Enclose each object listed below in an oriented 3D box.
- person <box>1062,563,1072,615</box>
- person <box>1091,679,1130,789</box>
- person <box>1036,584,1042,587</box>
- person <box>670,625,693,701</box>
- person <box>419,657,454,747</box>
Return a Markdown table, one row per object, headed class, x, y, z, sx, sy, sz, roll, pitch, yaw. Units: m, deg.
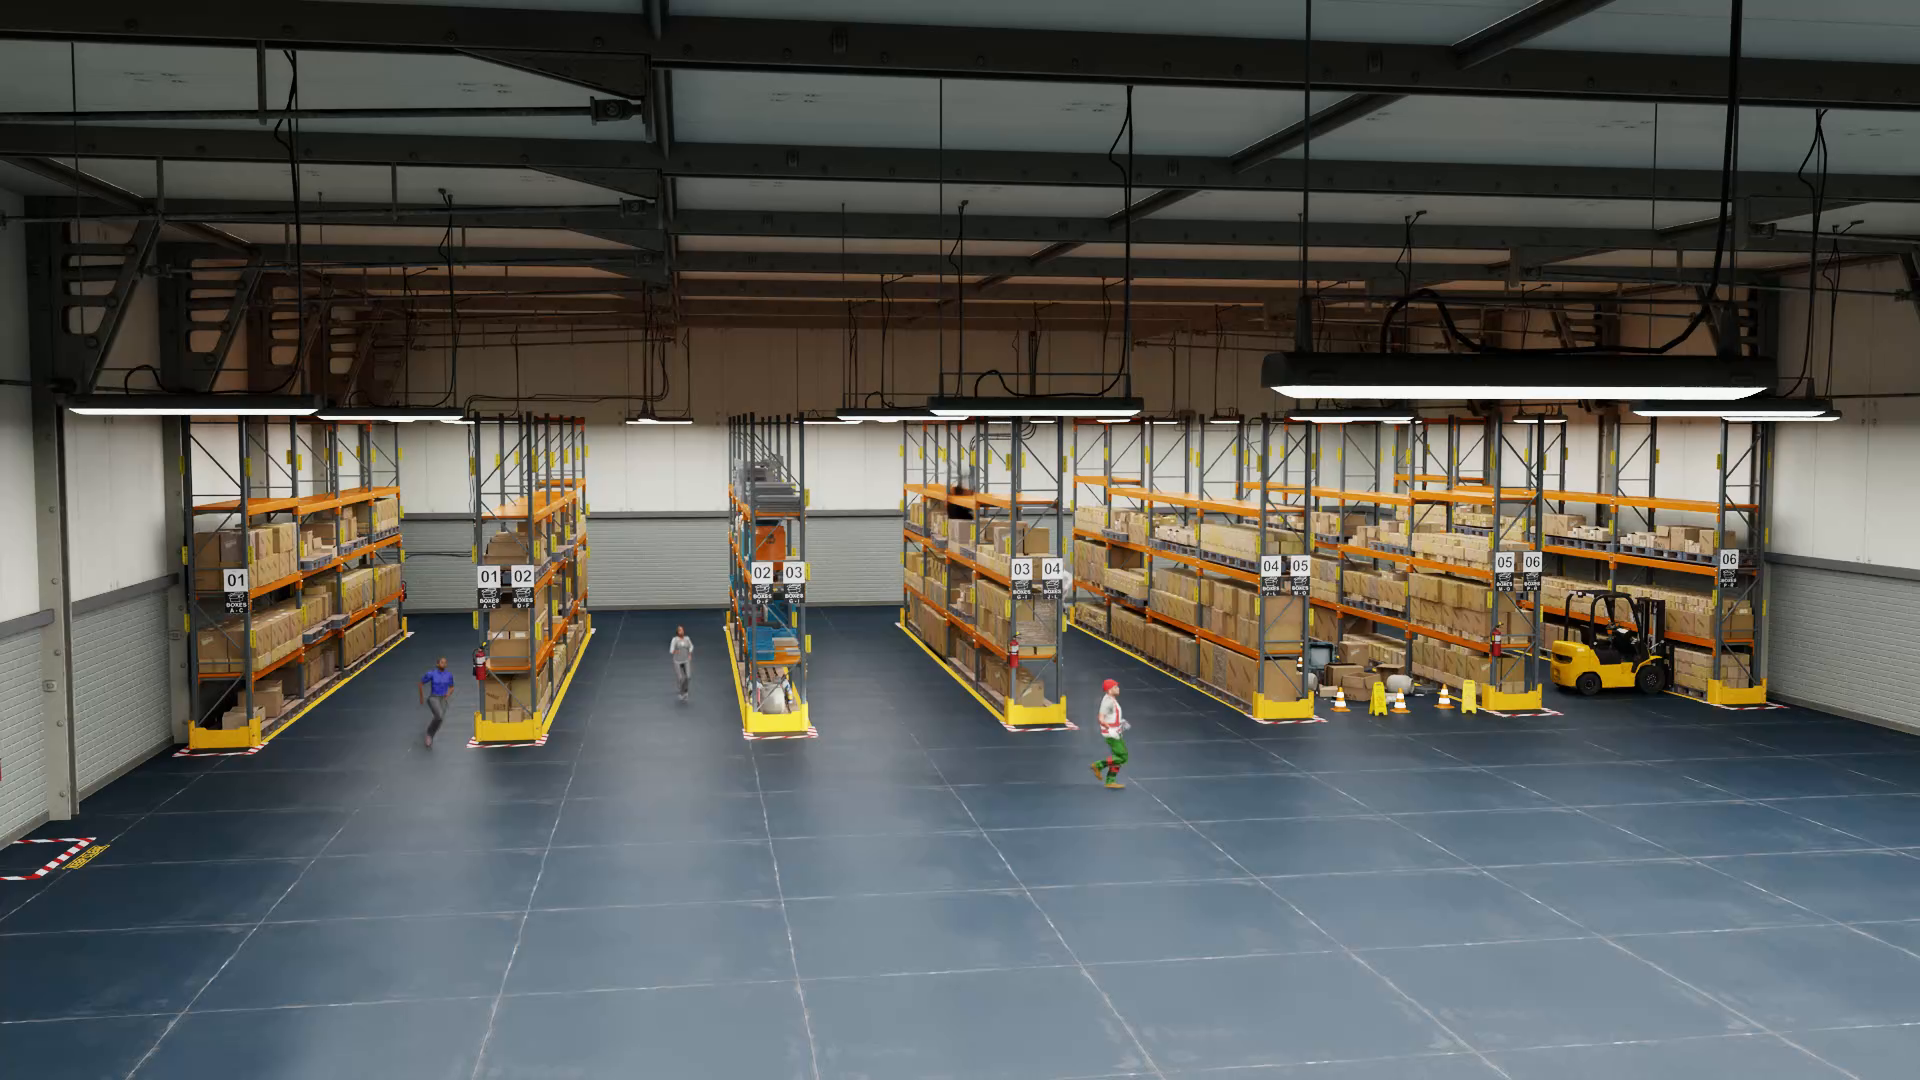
| class | x | y | z | sx | sy | sz | roll | pitch | yaw |
| --- | --- | --- | --- | --- | --- | --- | --- | --- | --- |
| person | 3.067 | 1.520 | 49.763 | 0.585 | 1.692 | 0.810 | -1 | 4 | -19 |
| person | 2.387 | 3.066 | 26.324 | 0.601 | 1.738 | 0.658 | 1 | 4 | 11 |
| person | 2.301 | 1.710 | 46.792 | 0.522 | 1.679 | 0.953 | -1 | 4 | -12 |
| person | -5.783 | 2.615 | 34.662 | 0.519 | 1.491 | 0.615 | -1 | 4 | -19 |
| person | -9.299 | 2.895 | 29.723 | 0.586 | 1.587 | 0.584 | -4 | 5 | -42 |
